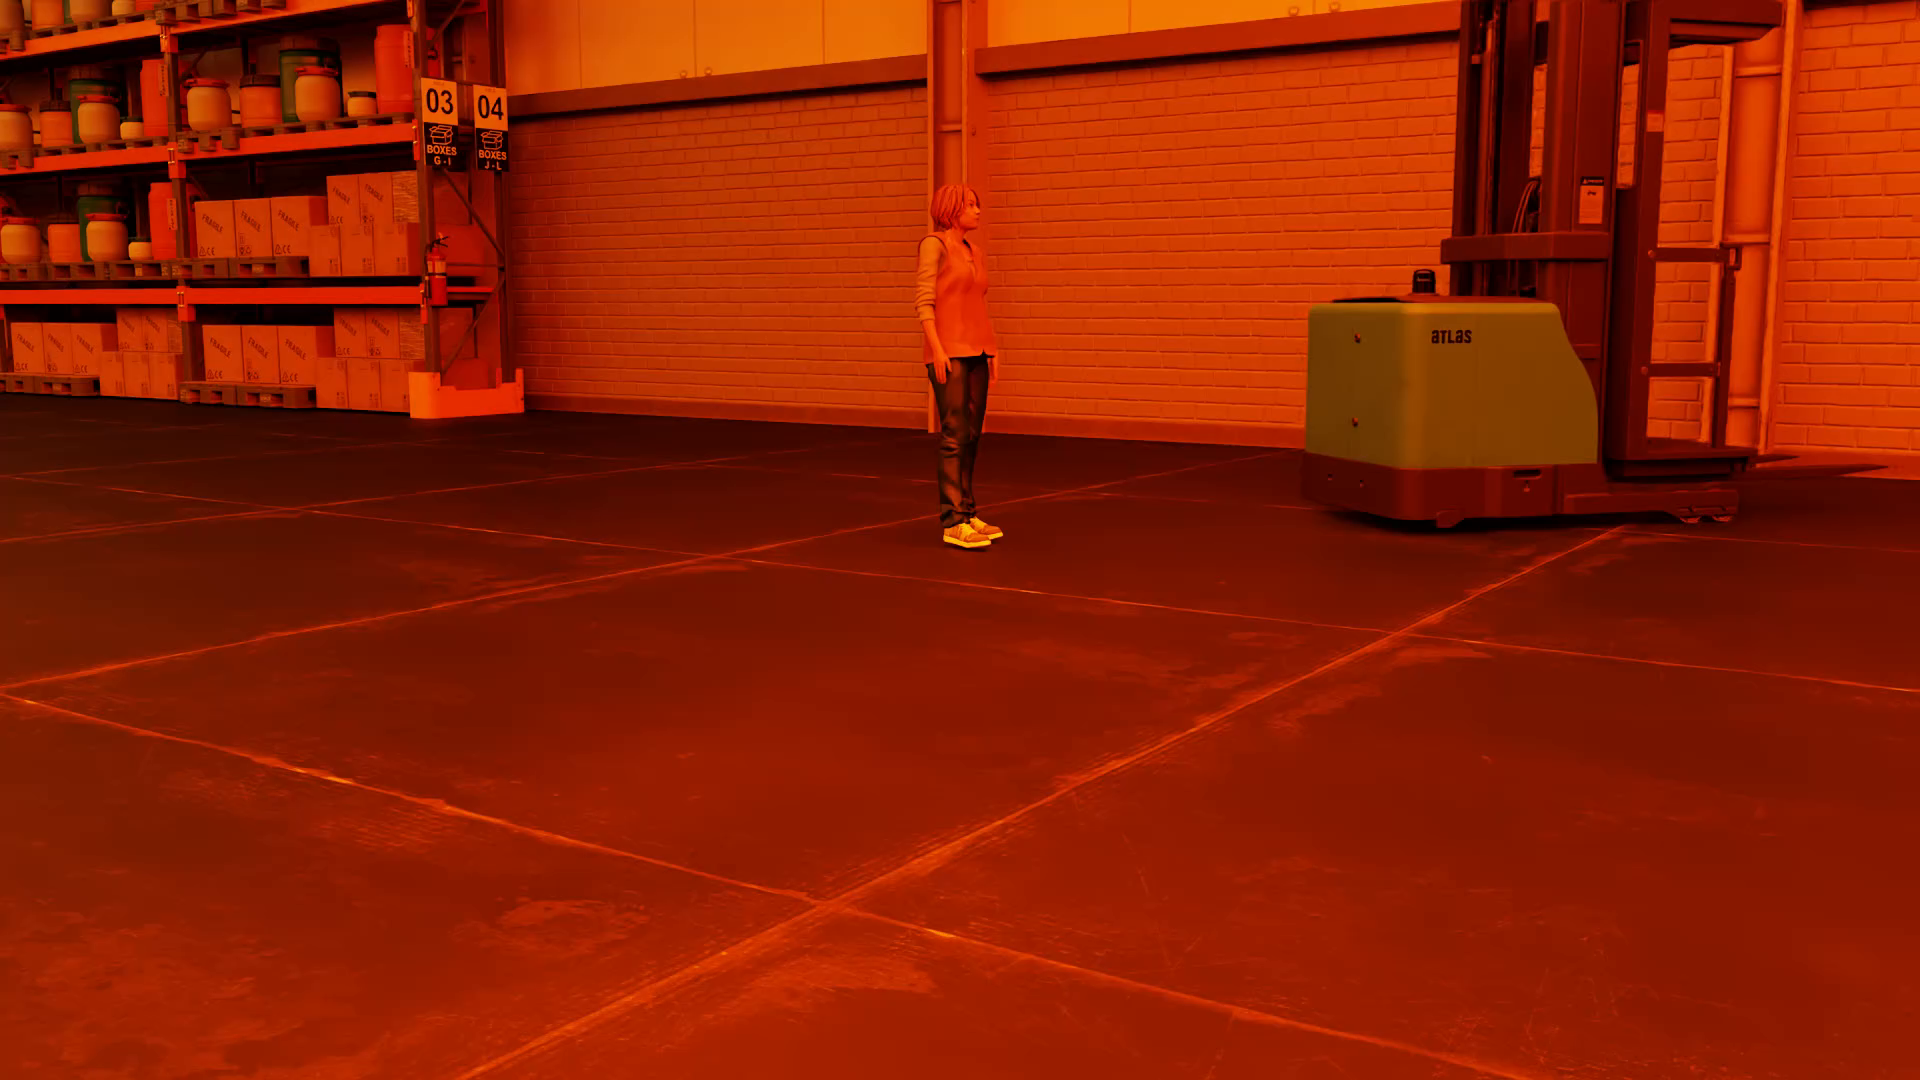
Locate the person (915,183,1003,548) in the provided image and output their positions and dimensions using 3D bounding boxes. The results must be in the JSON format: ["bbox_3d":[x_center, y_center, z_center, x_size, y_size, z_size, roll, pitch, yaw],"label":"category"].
[{"bbox_3d":[0.054,-0.791,7.437,0.473,1.599,0.520,5,10,34],"label":"person"}]

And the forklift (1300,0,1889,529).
[{"bbox_3d":[3.343,-1.600,8.443,3.031,2.935,1.130,-2,8,-17],"label":"forklift"}]
